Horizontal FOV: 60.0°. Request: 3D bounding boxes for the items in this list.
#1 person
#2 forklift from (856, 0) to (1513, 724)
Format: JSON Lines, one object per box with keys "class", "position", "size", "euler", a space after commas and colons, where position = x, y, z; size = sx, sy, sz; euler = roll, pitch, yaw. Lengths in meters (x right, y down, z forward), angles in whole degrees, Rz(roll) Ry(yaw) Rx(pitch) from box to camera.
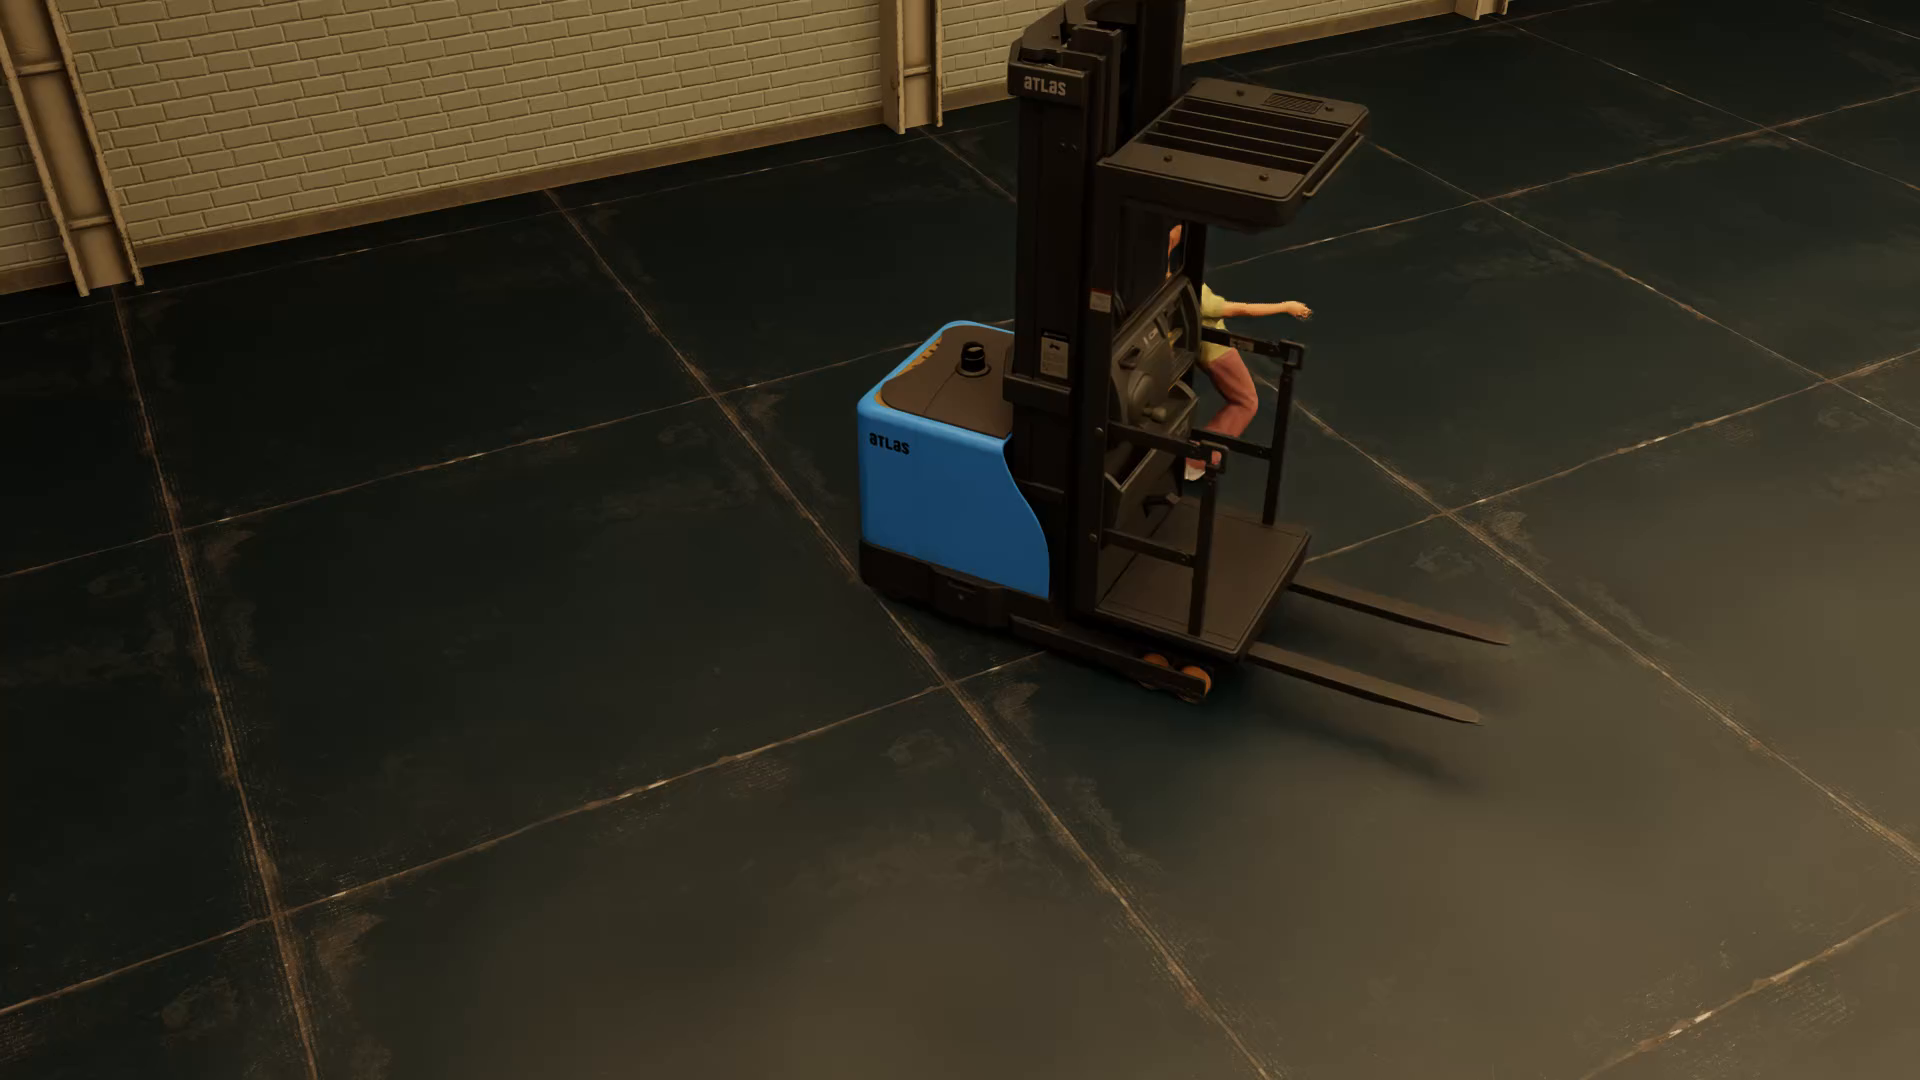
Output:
{"class": "person", "position": [1.295, -0.970, 8.732], "size": [1.010, 1.452, 0.666], "euler": [20, 40, 26]}
{"class": "forklift", "position": [1.048, -0.805, 7.263], "size": [3.031, 2.935, 1.130], "euler": [17, 39, 22]}
